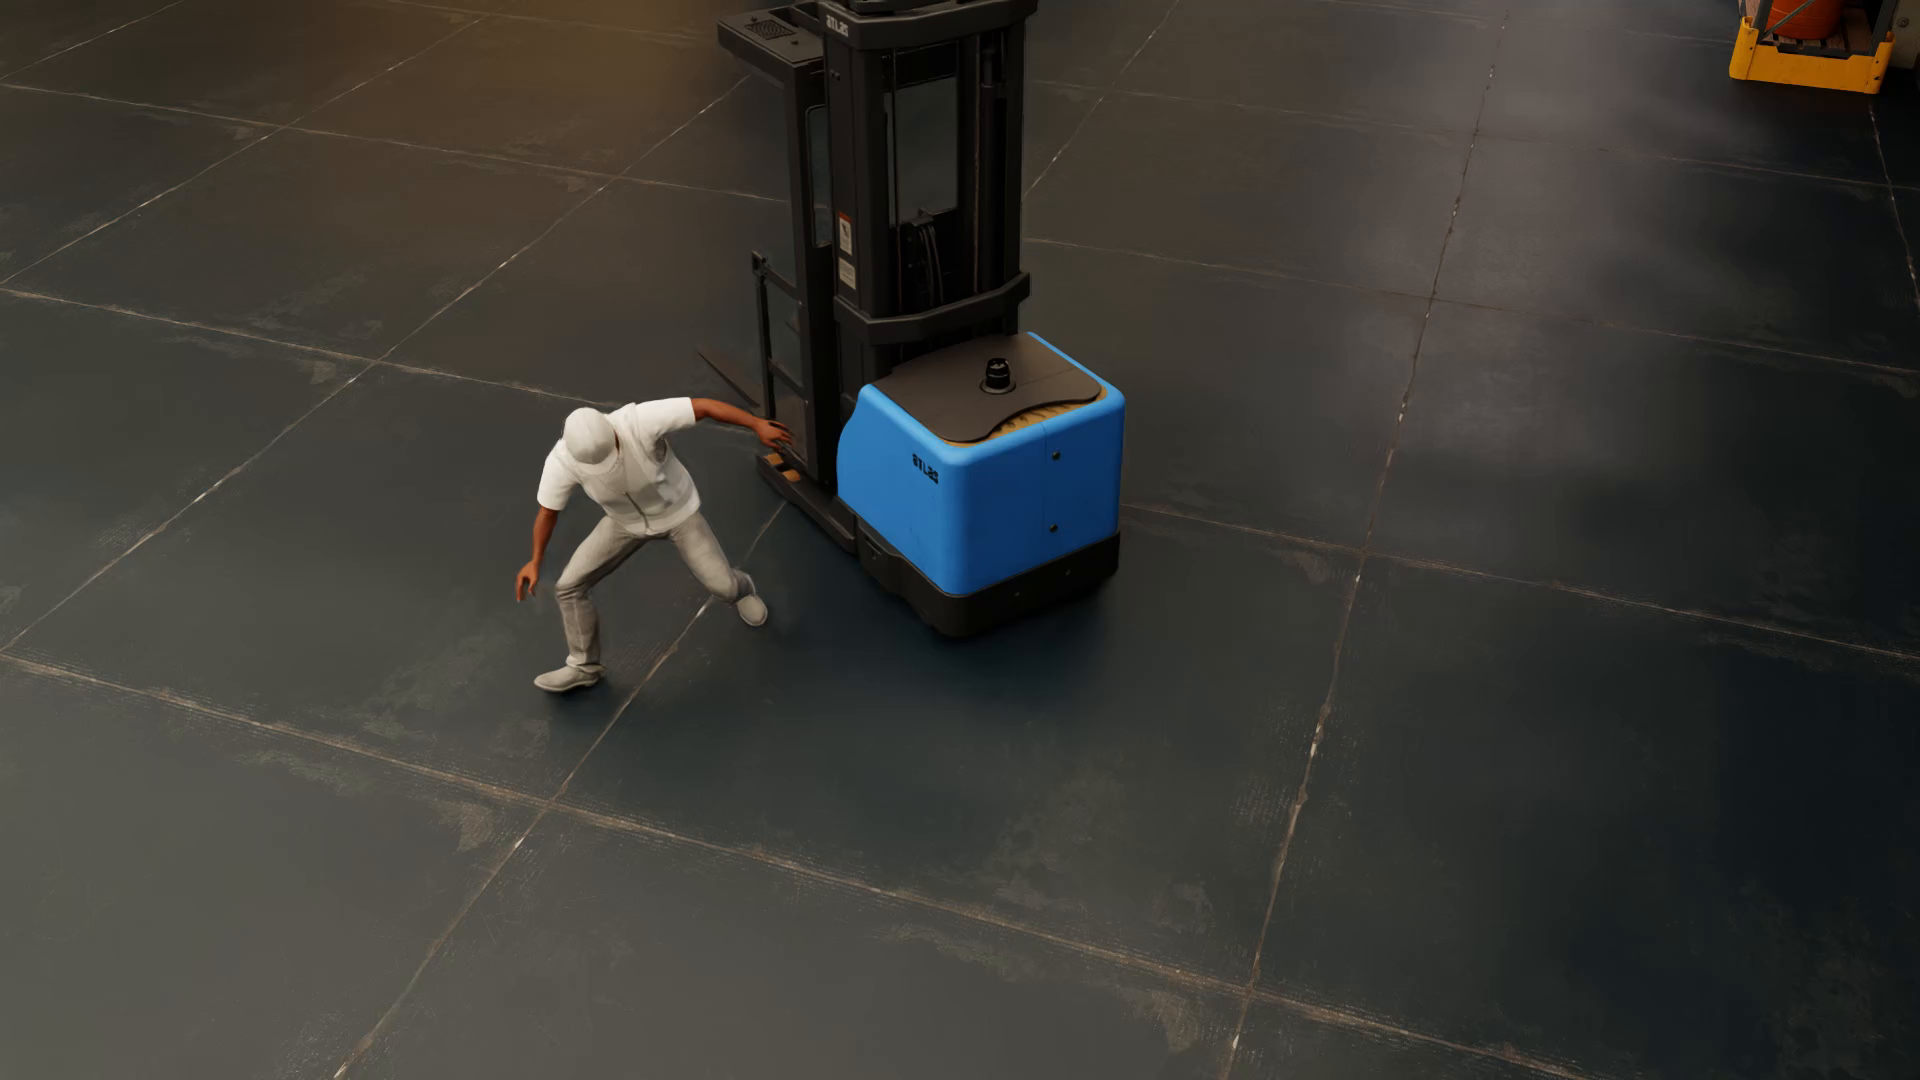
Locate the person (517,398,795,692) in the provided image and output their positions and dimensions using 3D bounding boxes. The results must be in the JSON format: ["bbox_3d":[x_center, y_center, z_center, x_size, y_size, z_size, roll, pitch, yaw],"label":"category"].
[{"bbox_3d":[-1.345,-0.057,7.469,1.227,1.480,0.726,0,35,1],"label":"person"}]

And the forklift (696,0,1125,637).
[{"bbox_3d":[-0.449,-1.548,8.294,1.130,2.935,3.031,-21,41,-27],"label":"forklift"}]
